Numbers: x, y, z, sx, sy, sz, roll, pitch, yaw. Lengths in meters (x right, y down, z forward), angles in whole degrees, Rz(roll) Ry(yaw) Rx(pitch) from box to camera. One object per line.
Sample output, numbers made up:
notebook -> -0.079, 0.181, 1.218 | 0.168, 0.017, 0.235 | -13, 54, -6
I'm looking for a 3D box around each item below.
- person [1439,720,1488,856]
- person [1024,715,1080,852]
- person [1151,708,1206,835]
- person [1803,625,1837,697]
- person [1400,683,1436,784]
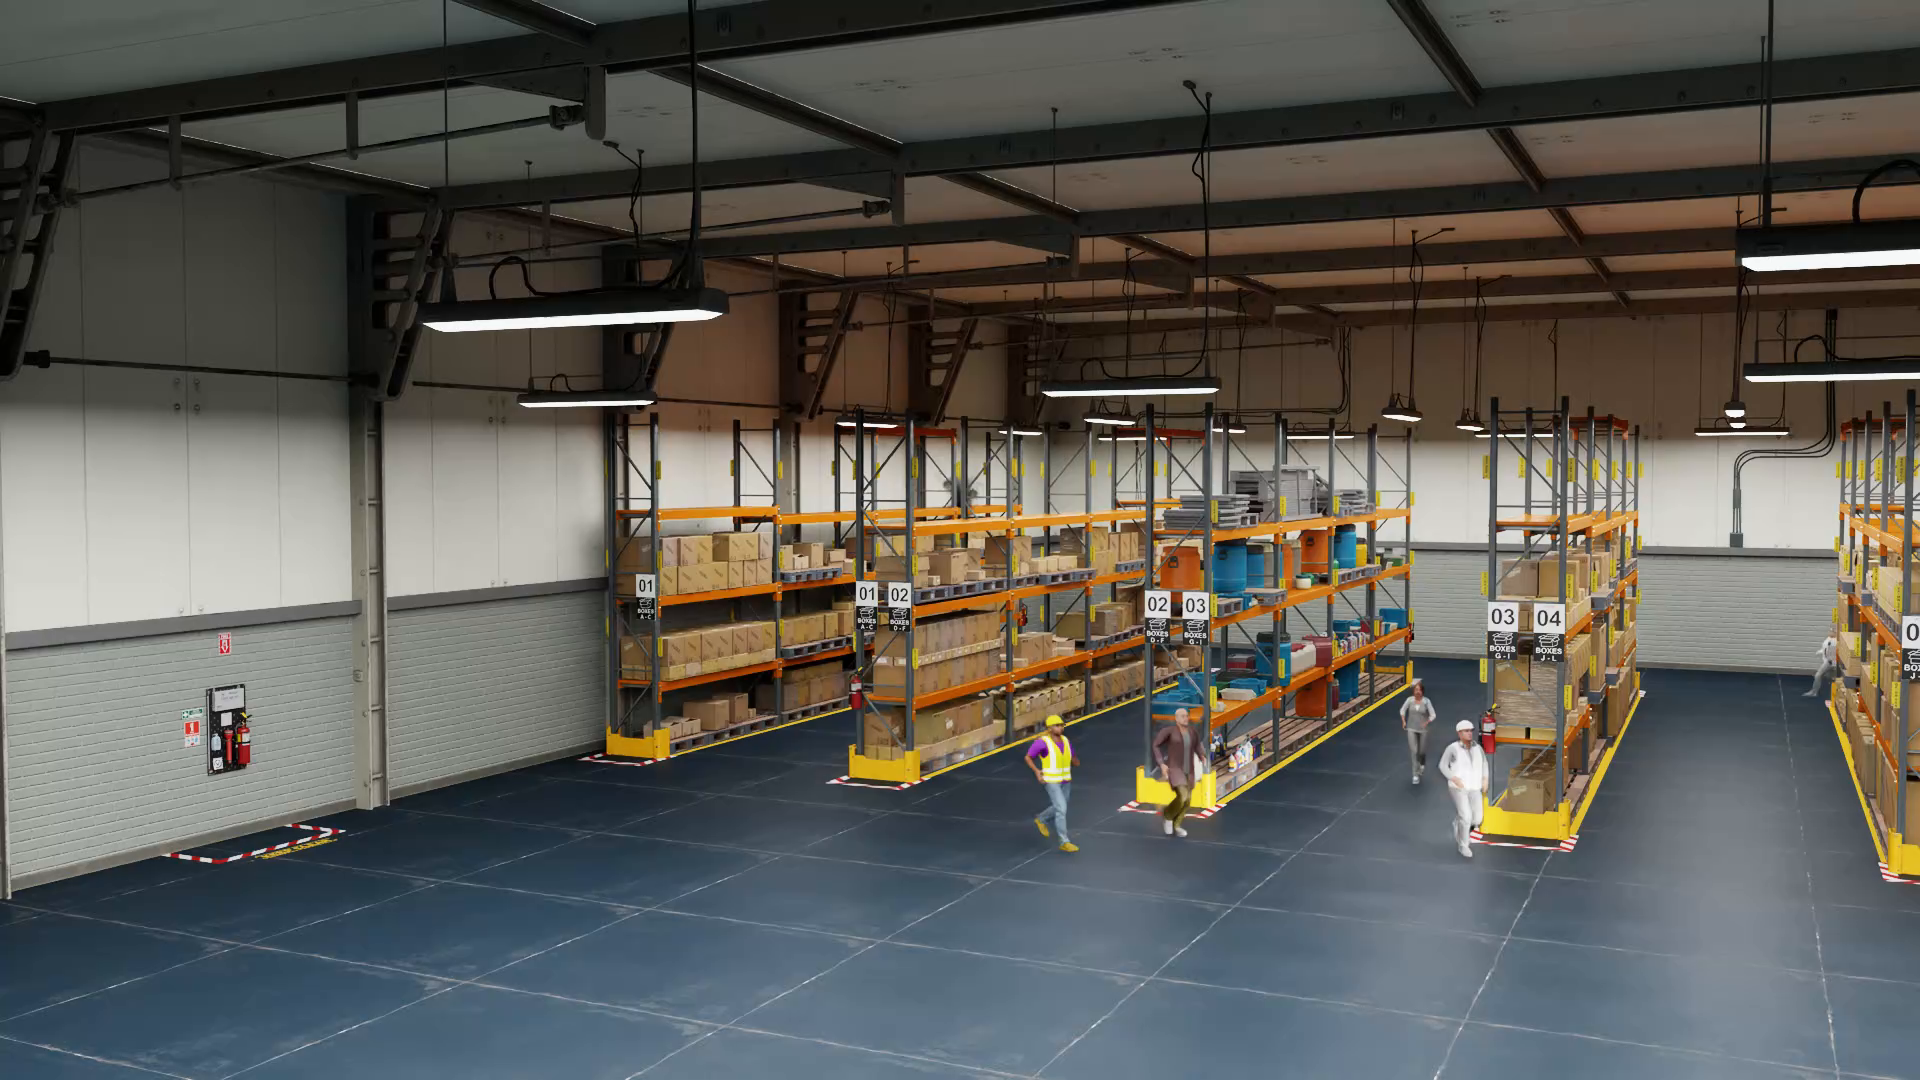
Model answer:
person -> 6.611, 3.232, 21.796 | 0.713, 1.751, 0.619 | -1, 2, -15
person -> 1.274, 3.188, 21.976 | 0.711, 1.748, 0.917 | -2, 3, -39
person -> 3.045, 3.170, 22.684 | 0.718, 1.747, 0.635 | -1, 3, -30
person -> 18.966, 2.653, 36.487 | 0.836, 1.614, 0.767 | 2, 3, 33
person -> 7.349, 3.082, 26.719 | 0.558, 1.586, 0.750 | 1, 3, 17
